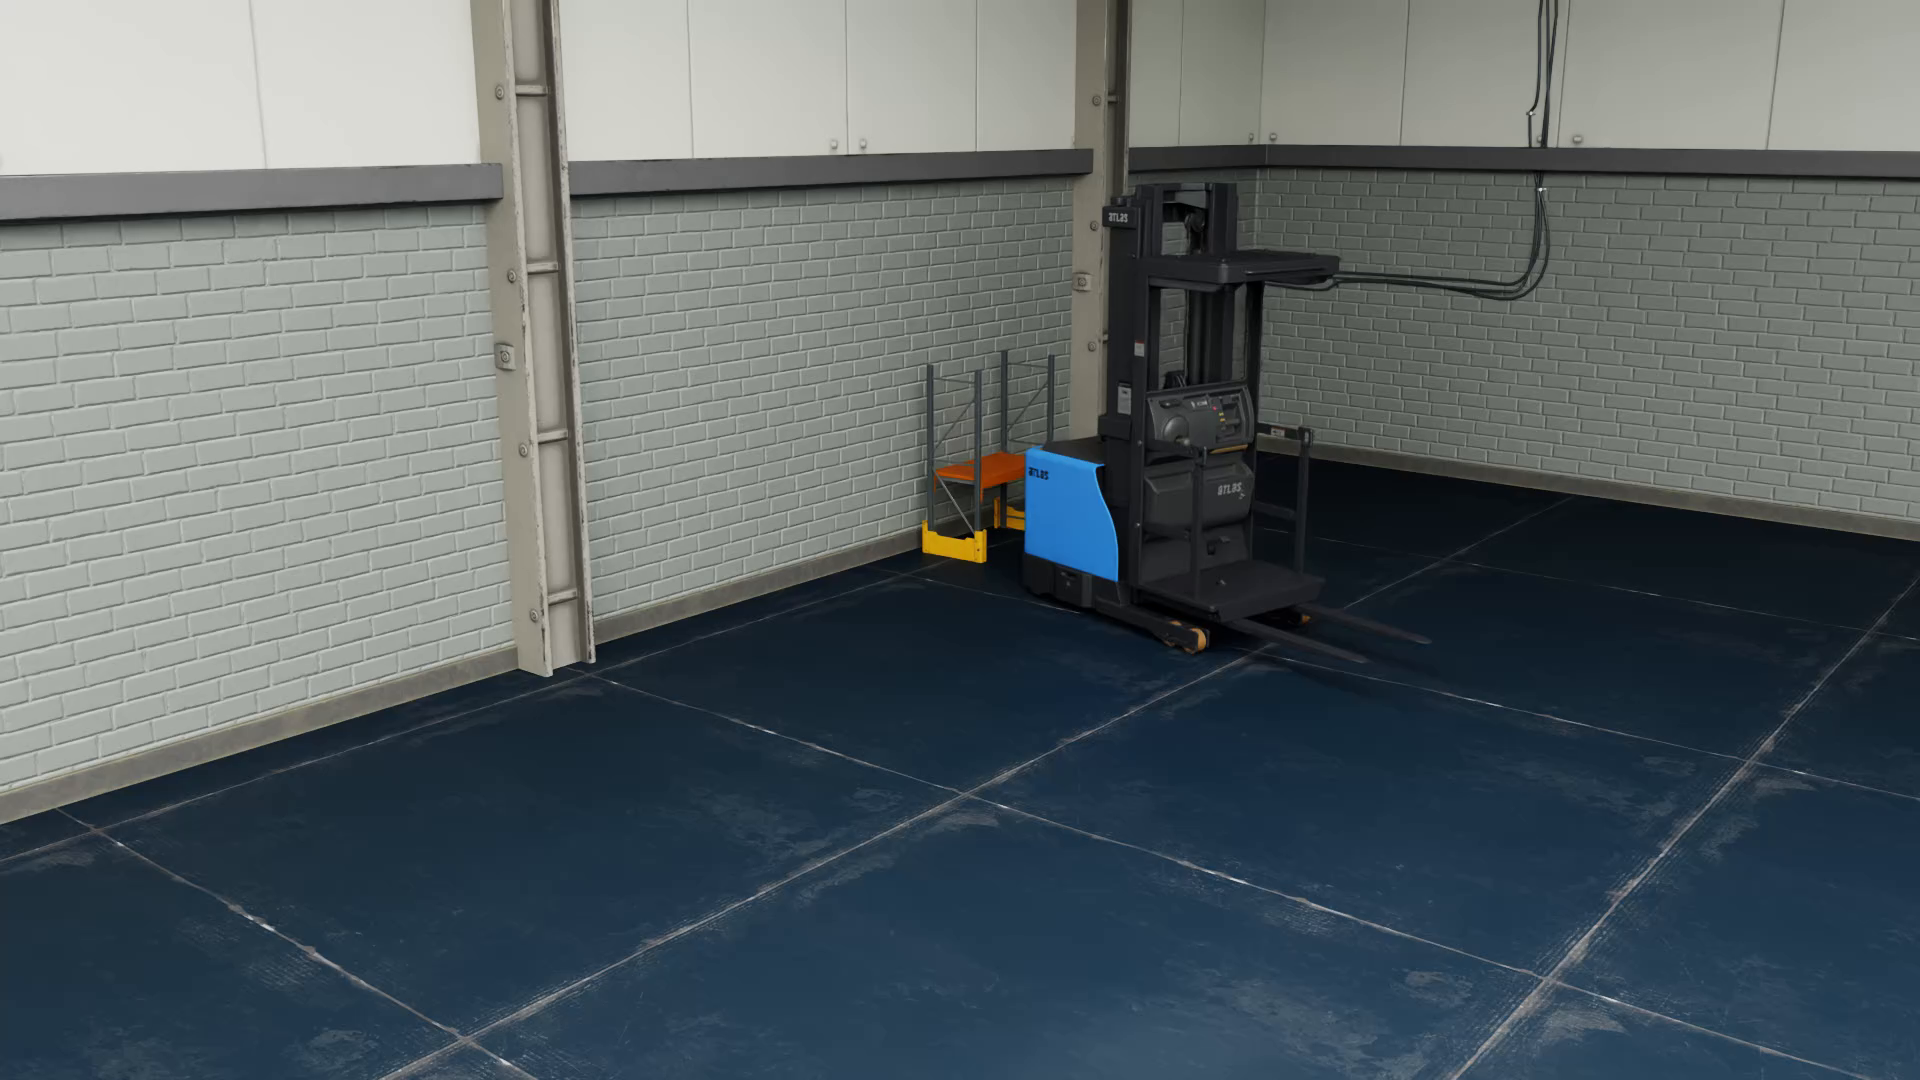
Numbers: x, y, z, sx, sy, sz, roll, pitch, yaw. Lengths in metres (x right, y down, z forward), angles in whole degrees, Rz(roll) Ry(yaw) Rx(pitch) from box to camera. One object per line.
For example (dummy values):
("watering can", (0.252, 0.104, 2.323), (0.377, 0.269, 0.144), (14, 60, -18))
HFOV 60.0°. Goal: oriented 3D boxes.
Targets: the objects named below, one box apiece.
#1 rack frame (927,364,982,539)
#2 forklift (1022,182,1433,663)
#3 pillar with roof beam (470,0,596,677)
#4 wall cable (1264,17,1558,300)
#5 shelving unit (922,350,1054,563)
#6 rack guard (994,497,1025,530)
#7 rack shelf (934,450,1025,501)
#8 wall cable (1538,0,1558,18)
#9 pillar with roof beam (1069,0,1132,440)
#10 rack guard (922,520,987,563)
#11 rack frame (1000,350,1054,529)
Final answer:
("rack frame", (-0.047, -0.597, 12.926), (0.500, 1.500, 0.032), (10, 17, 35))
("forklift", (1.739, -0.824, 10.915), (1.130, 2.935, 3.031), (-11, 18, -36))
("pillar with roof beam", (0.793, -2.908, 6.795), (9.100, 9.000, 0.400), (11, 18, 38))
("wall cable", (4.096, -3.578, 15.738), (3.097, 2.526, 0.112), (11, 18, 38))
("shelving unit", (0.247, -0.696, 13.317), (0.587, 1.500, 1.083), (10, 17, 35))
("rack guard", (0.540, -0.189, 13.861), (0.587, 0.250, 0.087), (10, 17, 35))
("rack shelf", (0.252, -0.524, 13.369), (0.538, 0.185, 1.000), (10, 17, 35))
("wall cable", (6.200, -5.607, 13.469), (3.097, 2.526, 0.112), (11, 18, 38))
("pillar with roof beam", (4.564, -4.057, 11.318), (9.100, 9.000, 0.400), (11, 18, 38))
("rack guard", (-0.047, 0.009, 13.081), (0.587, 0.250, 0.087), (10, 17, 35))
("rack frame", (0.551, -0.799, 13.722), (0.500, 1.500, 0.032), (10, 17, 35))
